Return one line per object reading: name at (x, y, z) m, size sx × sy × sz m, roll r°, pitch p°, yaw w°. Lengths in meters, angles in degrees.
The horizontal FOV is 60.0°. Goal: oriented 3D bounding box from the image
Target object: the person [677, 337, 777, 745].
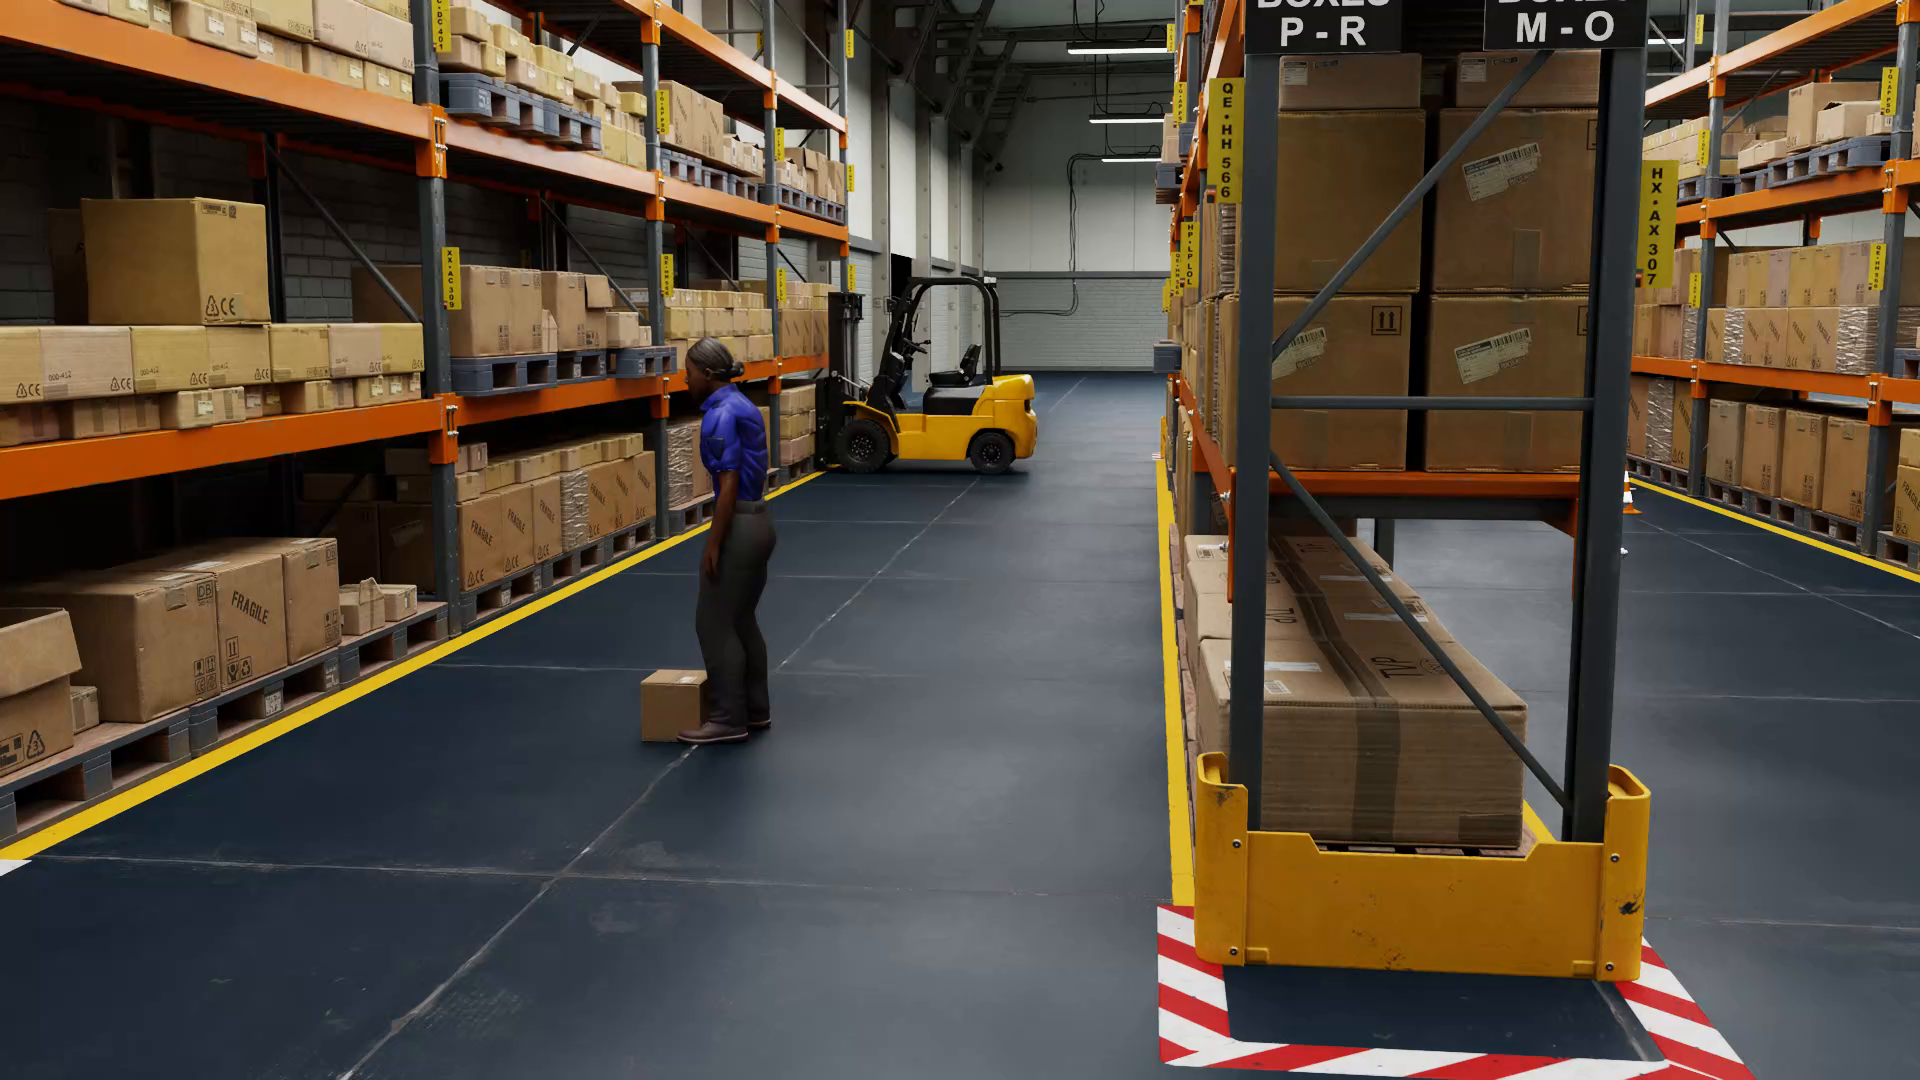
person at (-0.962, -0.002, 6.833) m, size 0.392 × 1.654 × 0.513 m, roll 1°, pitch 8°, yaw 6°
